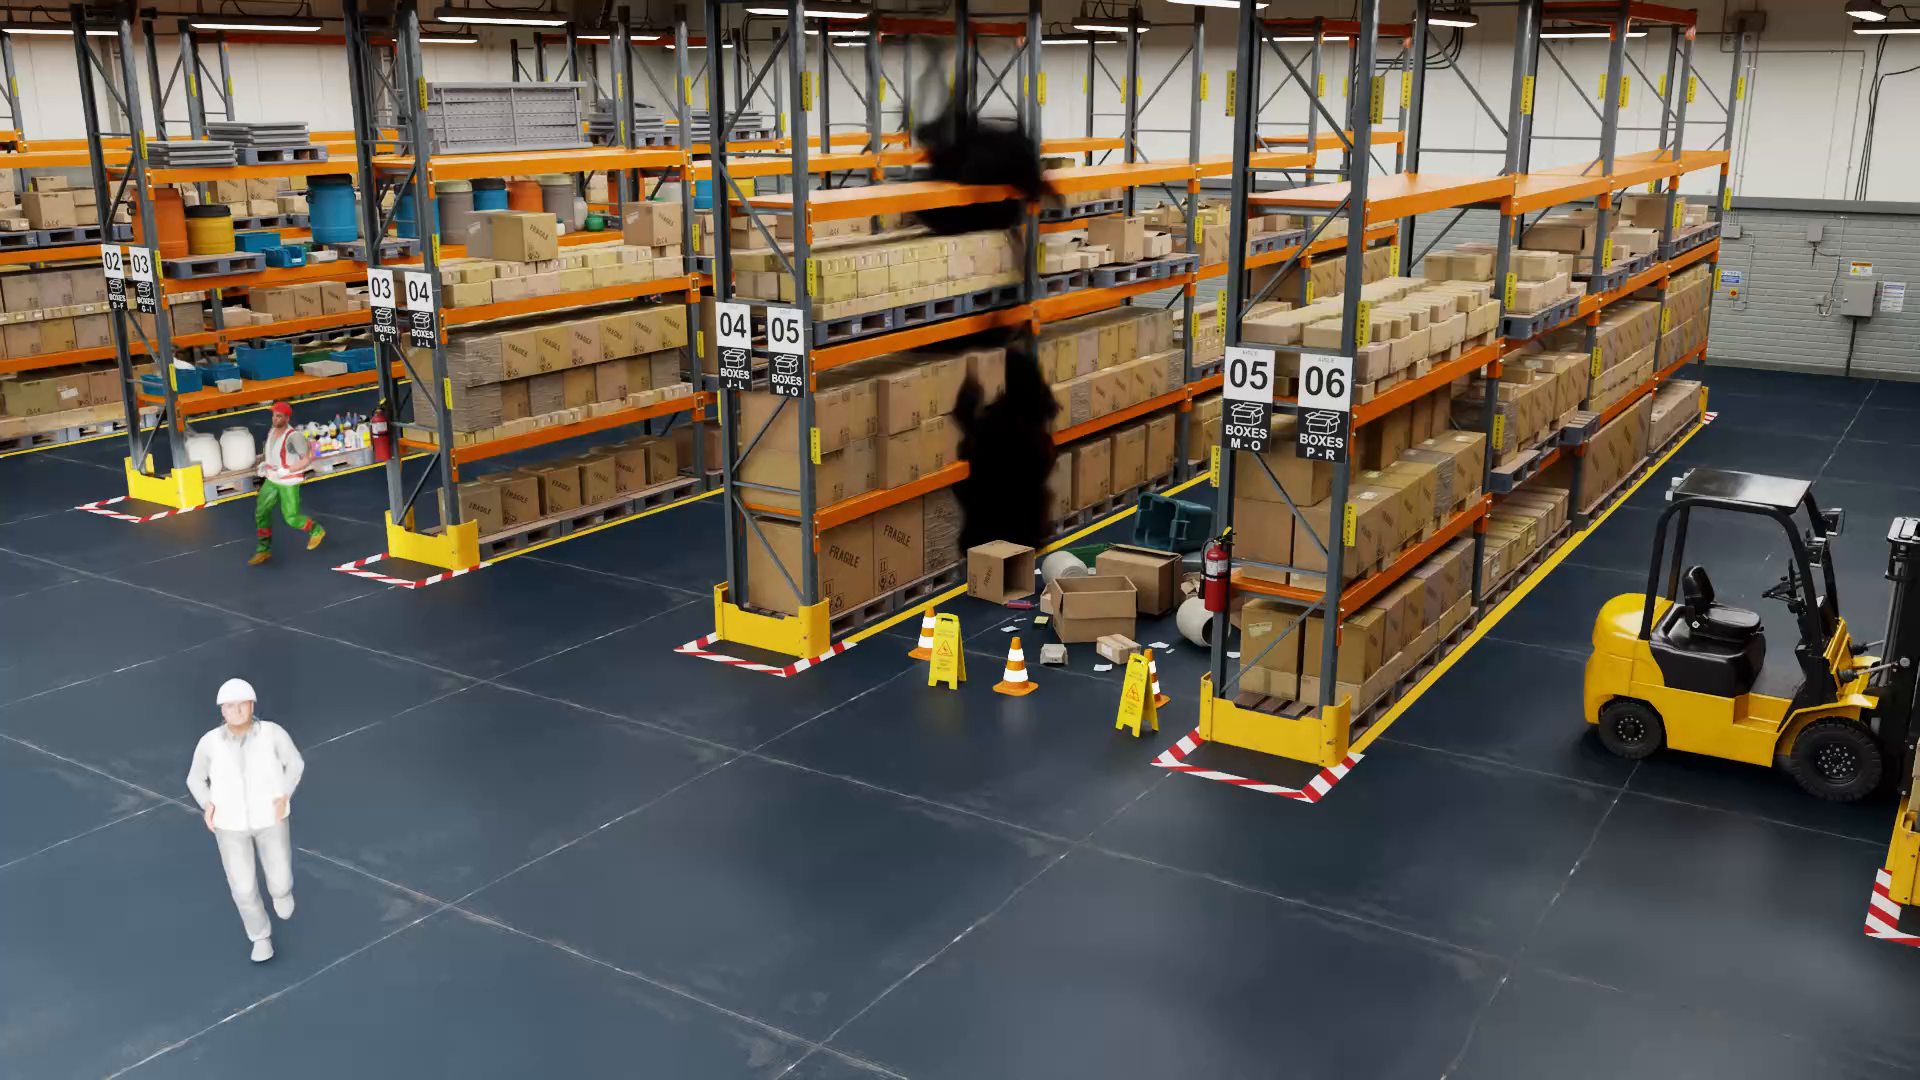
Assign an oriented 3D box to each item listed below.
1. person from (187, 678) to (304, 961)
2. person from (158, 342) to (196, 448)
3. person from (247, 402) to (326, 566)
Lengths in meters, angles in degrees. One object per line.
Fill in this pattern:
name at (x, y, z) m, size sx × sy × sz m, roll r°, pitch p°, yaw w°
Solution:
person at (-4.283, 1.662, 10.034) m, size 0.657 × 1.720 × 0.612 m, roll -6°, pitch 17°, yaw -20°
person at (-10.741, -1.872, 22.859) m, size 0.623 × 1.761 × 0.719 m, roll 8°, pitch 18°, yaw 28°
person at (-7.462, -0.643, 18.306) m, size 0.687 × 1.756 × 0.908 m, roll 9°, pitch 18°, yaw 29°
